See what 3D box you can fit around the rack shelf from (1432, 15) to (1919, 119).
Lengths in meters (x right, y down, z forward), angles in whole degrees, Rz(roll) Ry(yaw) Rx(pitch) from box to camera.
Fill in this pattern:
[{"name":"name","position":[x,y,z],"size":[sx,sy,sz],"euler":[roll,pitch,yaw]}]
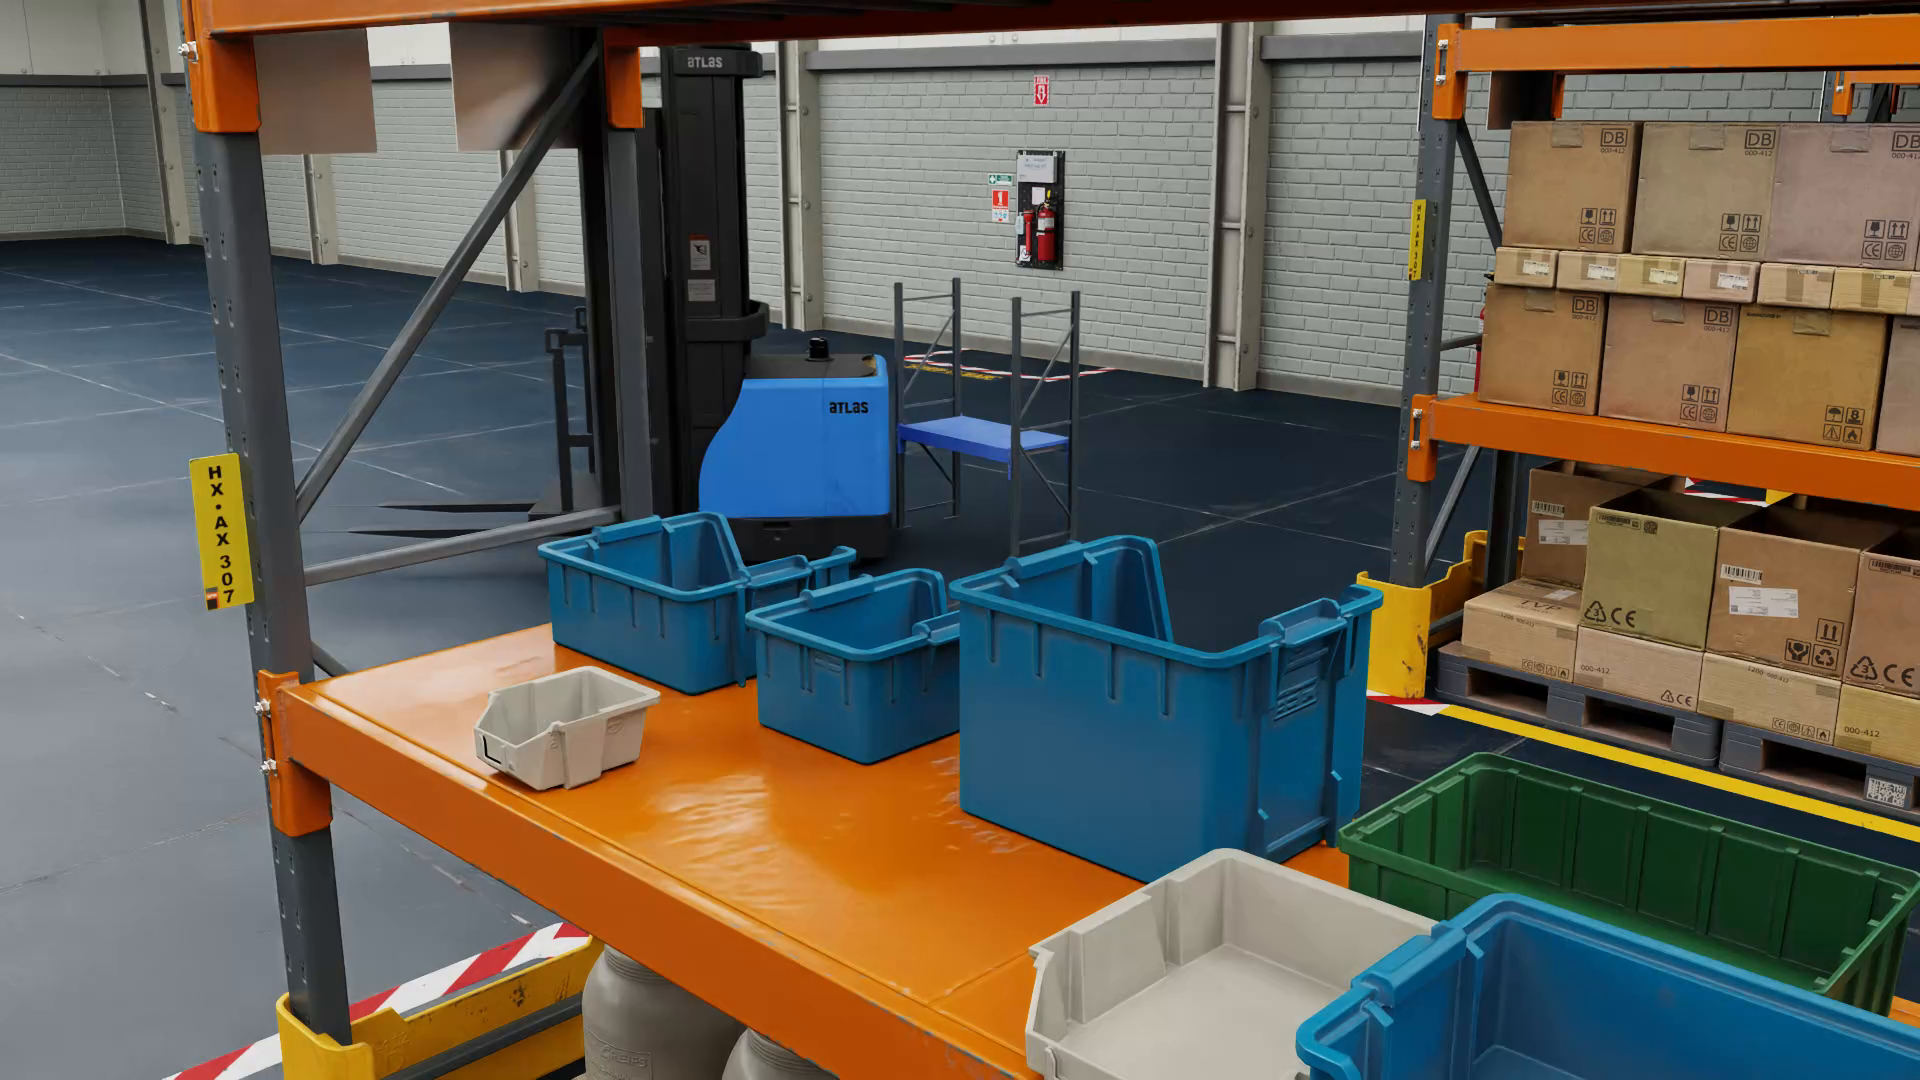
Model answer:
[{"name":"rack shelf","position":[3.714,-1.634,5.731],"size":[4.000,0.370,1.077],"euler":[14,20,42]}]

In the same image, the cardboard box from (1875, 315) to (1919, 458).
[{"name":"cardboard box","position":[3.718,-0.574,5.988],"size":[0.700,0.500,0.500],"euler":[-14,20,-43]}]

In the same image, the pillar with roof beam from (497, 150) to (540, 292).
[{"name":"pillar with roof beam","position":[-9.132,-7.086,19.282],"size":[0.400,9.000,9.100],"euler":[14,20,42]}]

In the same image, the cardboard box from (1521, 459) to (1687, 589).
[{"name":"cardboard box","position":[2.867,-0.076,7.408],"size":[0.500,0.500,0.500],"euler":[14,20,42]}]

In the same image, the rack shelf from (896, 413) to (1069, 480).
[{"name":"rack shelf","position":[0.144,-0.560,9.821],"size":[0.538,0.185,1.000],"euler":[-13,19,-40]}]

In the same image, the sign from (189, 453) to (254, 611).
[{"name":"sign","position":[-1.552,-0.017,3.498],"size":[0.005,0.325,0.100],"euler":[14,20,42]}]

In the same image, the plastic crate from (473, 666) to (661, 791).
[{"name":"plastic crate","position":[-0.746,0.361,3.121],"size":[0.250,0.136,0.298],"euler":[14,20,42]}]

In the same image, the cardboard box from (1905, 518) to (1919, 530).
[{"name":"cardboard box","position":[3.956,0.184,6.409],"size":[0.500,0.500,0.500],"euler":[14,20,42]}]

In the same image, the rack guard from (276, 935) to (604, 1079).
[{"name":"rack guard","position":[-1.079,1.233,4.210],"size":[0.348,0.500,1.175],"euler":[14,20,42]}]

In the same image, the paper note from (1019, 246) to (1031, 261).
[{"name":"paper note","position":[0.663,-2.921,16.942],"size":[0.142,0.148,0.016],"euler":[14,20,42]}]

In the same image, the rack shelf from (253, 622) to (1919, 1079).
[{"name":"rack shelf","position":[0.273,0.716,2.661],"size":[4.000,0.370,1.077],"euler":[14,20,42]}]

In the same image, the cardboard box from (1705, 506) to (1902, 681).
[{"name":"cardboard box","position":[3.236,0.191,6.384],"size":[0.500,0.500,0.500],"euler":[14,20,42]}]

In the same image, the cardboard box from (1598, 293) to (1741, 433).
[{"name":"cardboard box","position":[2.983,-0.754,6.677],"size":[0.700,0.500,0.500],"euler":[-14,20,-43]}]

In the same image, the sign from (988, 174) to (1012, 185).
[{"name":"sign","position":[0.413,-3.691,17.026],"size":[0.331,0.109,0.001],"euler":[14,20,42]}]

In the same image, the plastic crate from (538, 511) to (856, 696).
[{"name":"plastic crate","position":[-0.599,0.123,3.804],"size":[0.616,0.251,0.499],"euler":[14,20,42]}]

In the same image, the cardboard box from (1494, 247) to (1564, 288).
[{"name":"cardboard box","position":[2.407,-1.135,6.853],"size":[0.250,0.149,0.380],"euler":[13,20,42]}]

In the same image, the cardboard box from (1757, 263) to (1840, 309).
[{"name":"cardboard box","position":[3.151,-0.954,6.161],"size":[0.250,0.149,0.380],"euler":[13,19,40]}]

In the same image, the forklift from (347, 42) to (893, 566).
[{"name":"forklift","position":[-1.917,-1.359,9.334],"size":[3.031,2.935,1.130],"euler":[-1,15,-3]}]

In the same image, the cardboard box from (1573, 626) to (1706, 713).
[{"name":"cardboard box","position":[2.868,0.468,6.807],"size":[0.500,0.250,0.500],"euler":[14,20,42]}]

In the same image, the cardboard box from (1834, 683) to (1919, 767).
[{"name":"cardboard box","position":[3.584,0.644,6.131],"size":[0.500,0.250,0.500],"euler":[14,20,42]}]

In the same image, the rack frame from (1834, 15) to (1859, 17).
[{"name":"rack frame","position":[5.710,-4.683,10.058],"size":[0.127,3.000,1.000],"euler":[14,20,42]}]

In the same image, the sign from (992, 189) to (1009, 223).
[{"name":"sign","position":[0.416,-3.437,17.102],"size":[0.234,0.329,0.001],"euler":[14,20,42]}]

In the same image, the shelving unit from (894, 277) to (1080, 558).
[{"name":"shelving unit","position":[0.144,-0.734,9.775],"size":[0.538,1.500,1.048],"euler":[-13,19,-40]}]

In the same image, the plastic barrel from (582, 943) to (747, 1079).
[{"name":"plastic barrel","position":[-0.640,1.120,3.785],"size":[0.421,0.512,0.421],"euler":[0,15,0]}]

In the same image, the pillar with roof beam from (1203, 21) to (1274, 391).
[{"name":"pillar with roof beam","position":[-0.493,-4.986,11.222],"size":[0.400,9.000,9.100],"euler":[14,20,42]}]

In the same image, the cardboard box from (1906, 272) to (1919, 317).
[{"name":"cardboard box","position":[3.513,-0.866,5.820],"size":[0.250,0.149,0.380],"euler":[14,20,43]}]

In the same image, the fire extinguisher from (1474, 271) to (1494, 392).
[{"name":"fire extinguisher","position":[2.511,-0.948,7.774],"size":[0.183,0.674,0.296],"euler":[14,20,42]}]

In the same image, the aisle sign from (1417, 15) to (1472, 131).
[{"name":"aisle sign","position":[2.014,-2.094,6.864],"size":[0.004,0.787,0.394],"euler":[14,20,42]}]

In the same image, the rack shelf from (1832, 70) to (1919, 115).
[{"name":"rack shelf","position":[7.150,-2.533,9.184],"size":[4.000,0.370,1.077],"euler":[14,20,42]}]

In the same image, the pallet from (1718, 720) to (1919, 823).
[{"name":"pallet","position":[3.728,0.809,6.409],"size":[1.213,0.211,1.003],"euler":[14,20,42]}]

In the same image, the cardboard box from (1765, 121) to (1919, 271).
[{"name":"cardboard box","position":[3.385,-1.284,6.140],"size":[0.500,0.500,0.700],"euler":[14,20,42]}]

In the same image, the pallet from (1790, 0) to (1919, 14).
[{"name":"pallet","position":[3.648,-1.947,5.682],"size":[1.213,0.211,1.003],"euler":[14,20,42]}]

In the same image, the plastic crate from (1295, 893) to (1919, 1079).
[{"name":"plastic crate","position":[0.728,0.646,1.800],"size":[0.616,0.251,0.499],"euler":[14,20,42]}]

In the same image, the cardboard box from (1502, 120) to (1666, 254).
[{"name":"cardboard box","position":[2.639,-1.463,6.827],"size":[0.500,0.500,0.700],"euler":[14,20,42]}]

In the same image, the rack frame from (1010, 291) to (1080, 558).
[{"name":"rack frame","position":[0.481,-0.638,9.407],"size":[0.500,1.500,0.032],"euler":[-13,19,-40]}]

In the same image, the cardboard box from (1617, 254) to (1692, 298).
[{"name":"cardboard box","position":[2.778,-1.045,6.509],"size":[0.250,0.149,0.380],"euler":[14,20,42]}]

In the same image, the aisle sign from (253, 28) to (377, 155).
[{"name":"aisle sign","position":[-1.422,-1.199,3.430],"size":[0.004,0.787,0.394],"euler":[14,20,42]}]

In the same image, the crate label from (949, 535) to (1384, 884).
[{"name":"crate label","position":[0.346,0.274,2.861],"size":[0.616,0.435,0.502],"euler":[14,20,42]}]

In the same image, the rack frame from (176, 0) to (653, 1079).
[{"name":"rack frame","position":[-1.167,0.018,3.913],"size":[0.127,3.000,1.000],"euler":[14,20,42]}]
